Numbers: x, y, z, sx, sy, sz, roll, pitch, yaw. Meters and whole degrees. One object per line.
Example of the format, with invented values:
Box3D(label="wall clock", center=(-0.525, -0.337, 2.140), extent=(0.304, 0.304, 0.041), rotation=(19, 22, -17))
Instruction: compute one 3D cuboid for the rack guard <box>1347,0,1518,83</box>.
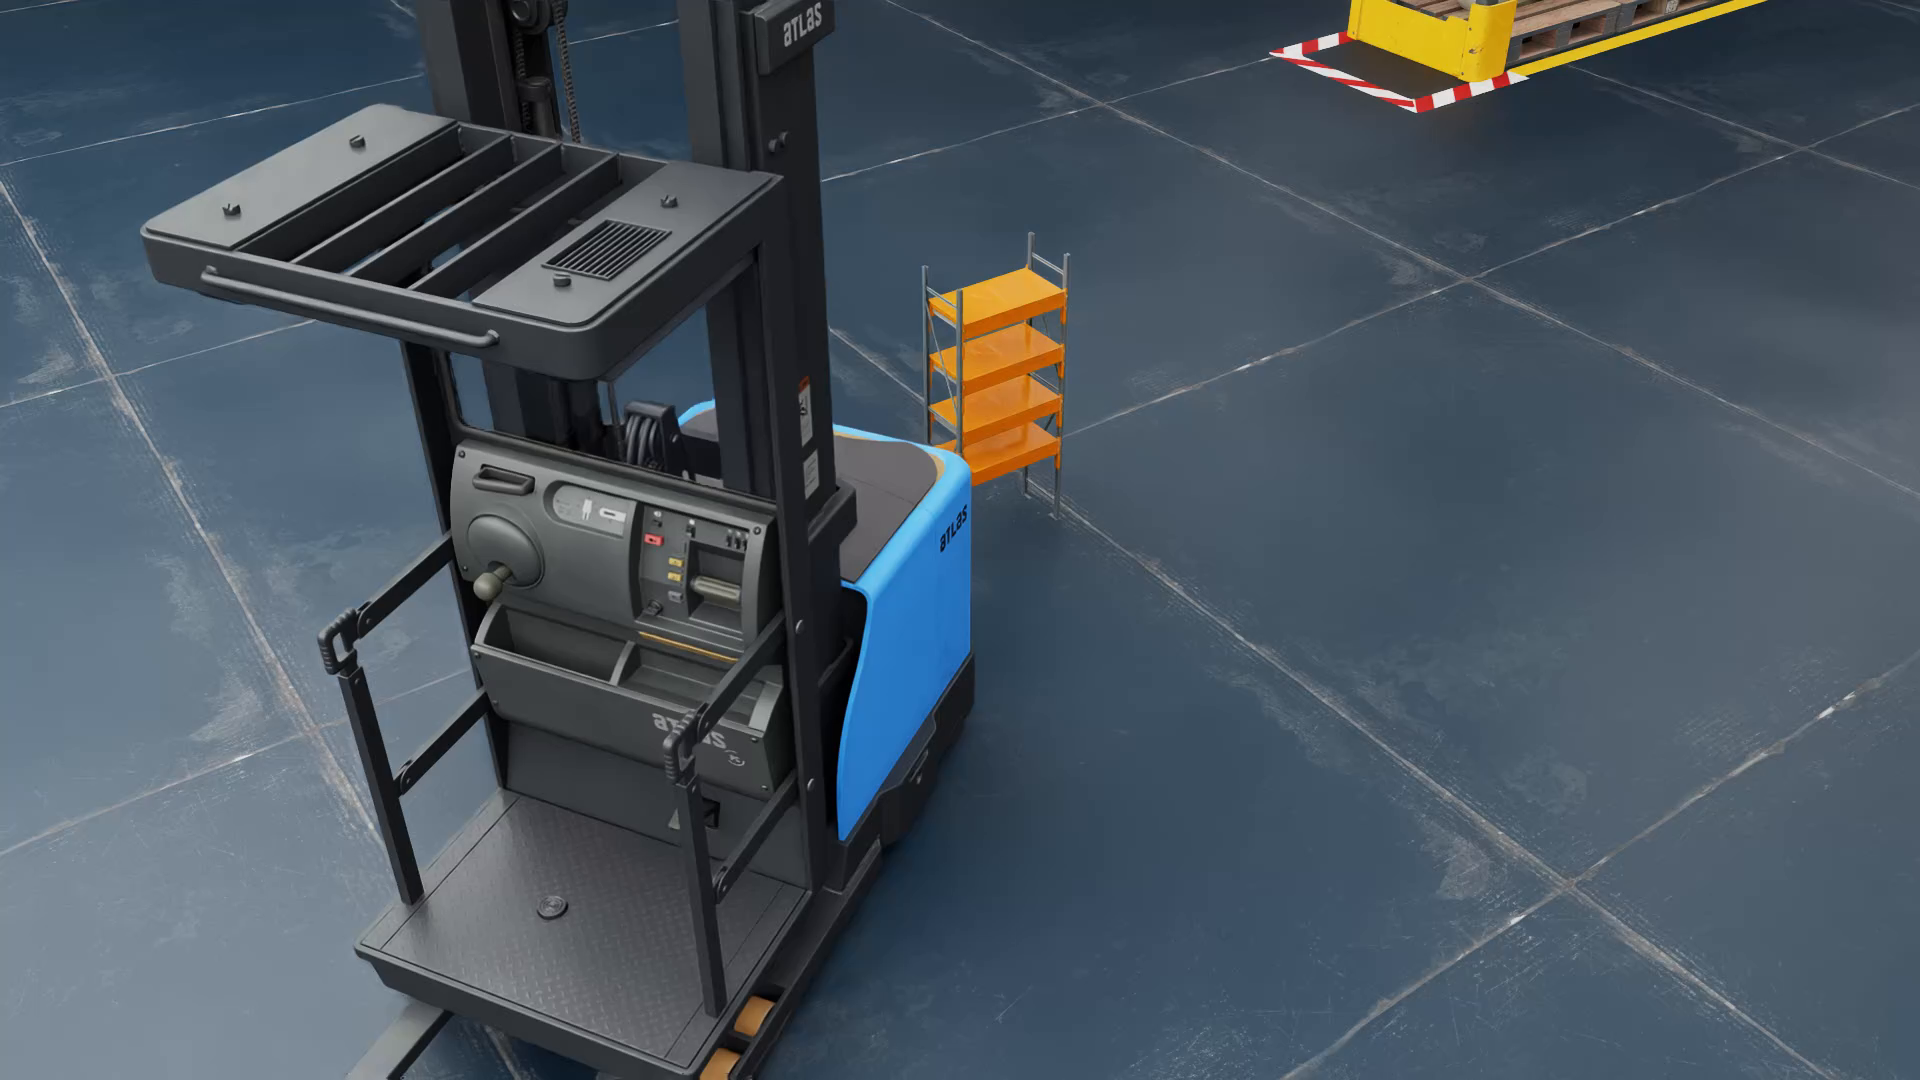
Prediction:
Box3D(label="rack guard", center=(3.169, -3.532, 11.232), extent=(0.348, 0.500, 1.175), rotation=(-22, 41, -28))

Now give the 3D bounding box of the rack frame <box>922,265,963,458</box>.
Box3D(label="rack frame", center=(-0.064, -0.461, 6.363), extent=(0.015, 1.200, 0.240), rotation=(-22, 41, -28))

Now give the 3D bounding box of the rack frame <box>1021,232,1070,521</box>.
Box3D(label="rack frame", center=(0.335, -0.625, 6.591), extent=(0.015, 1.200, 0.240), rotation=(-22, 41, -28))

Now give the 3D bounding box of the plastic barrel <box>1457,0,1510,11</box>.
Box3D(label="plastic barrel", center=(3.628, -3.917, 11.398), extent=(0.421, 0.512, 0.421), rotation=(0, 36, 0))

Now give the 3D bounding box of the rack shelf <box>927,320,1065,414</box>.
Box3D(label="rack shelf", center=(0.135, -0.670, 6.386), extent=(0.480, 0.148, 0.258), rotation=(-22, 41, -28))

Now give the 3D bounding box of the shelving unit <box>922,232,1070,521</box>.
Box3D(label="shelving unit", center=(0.135, -0.543, 6.477), extent=(0.503, 1.200, 0.258), rotation=(-22, 41, -28))

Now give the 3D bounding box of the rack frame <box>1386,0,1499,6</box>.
Box3D(label="rack frame", center=(3.134, -4.498, 10.436), extent=(0.127, 3.000, 1.000), rotation=(-22, 41, -28))

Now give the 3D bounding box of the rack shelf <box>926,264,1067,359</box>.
Box3D(label="rack shelf", center=(0.135, -0.862, 6.248), extent=(0.480, 0.148, 0.258), rotation=(-22, 41, -28))

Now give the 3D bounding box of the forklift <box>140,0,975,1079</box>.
Box3D(label="forklift", center=(-0.995, 0.089, 4.116), extent=(1.130, 2.935, 3.031), rotation=(14, 38, 19))

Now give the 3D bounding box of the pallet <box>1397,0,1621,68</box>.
Box3D(label="pallet", center=(3.836, -3.685, 11.693), extent=(1.213, 0.211, 1.003), rotation=(-22, 41, -28))

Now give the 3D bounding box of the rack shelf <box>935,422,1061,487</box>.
Box3D(label="rack shelf", center=(0.135, -0.327, 6.632), extent=(0.480, 0.148, 0.258), rotation=(-22, 41, -28))

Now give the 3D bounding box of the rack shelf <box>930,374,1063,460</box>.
Box3D(label="rack shelf", center=(0.135, -0.488, 6.516), extent=(0.480, 0.148, 0.258), rotation=(-22, 41, -28))

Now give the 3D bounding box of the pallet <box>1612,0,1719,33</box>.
Box3D(label="pallet", center=(4.833, -4.093, 12.260), extent=(1.213, 0.211, 1.003), rotation=(-22, 41, -28))
